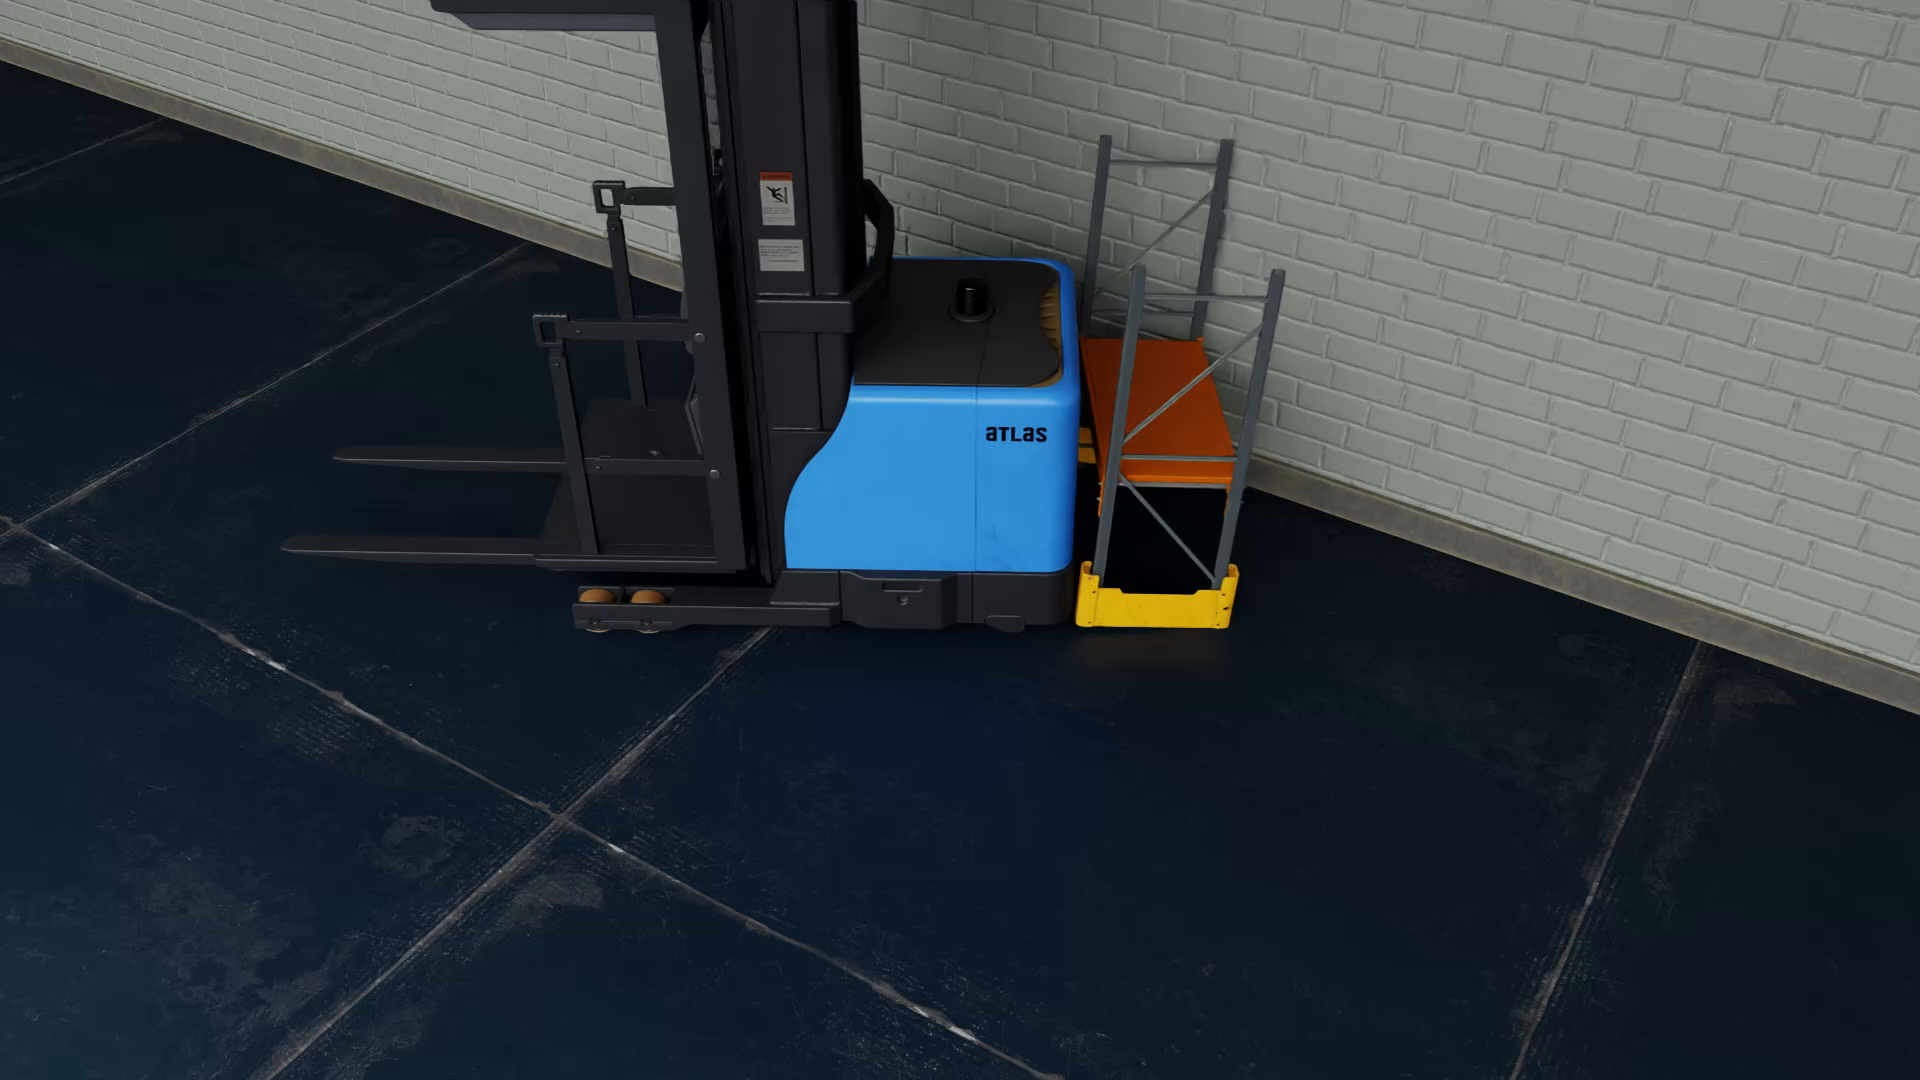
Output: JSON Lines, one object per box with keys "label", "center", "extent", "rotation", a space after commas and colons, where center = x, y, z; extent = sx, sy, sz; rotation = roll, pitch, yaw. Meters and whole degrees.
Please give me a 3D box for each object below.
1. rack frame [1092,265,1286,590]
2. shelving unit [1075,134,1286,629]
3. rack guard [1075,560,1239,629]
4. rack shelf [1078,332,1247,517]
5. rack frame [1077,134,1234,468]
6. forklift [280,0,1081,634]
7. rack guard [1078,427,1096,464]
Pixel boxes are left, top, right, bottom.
{"label": "rack frame", "center": [0.771, -0.287, 5.870], "extent": [0.500, 1.500, 0.032], "rotation": [1, 38, -4]}
{"label": "shelving unit", "center": [0.752, -0.592, 6.265], "extent": [0.587, 1.500, 1.083], "rotation": [1, 38, -4]}
{"label": "rack guard", "center": [0.736, 0.207, 6.251], "extent": [0.587, 0.250, 0.087], "rotation": [1, 38, -4]}
{"label": "rack shelf", "center": [0.742, -0.455, 6.381], "extent": [0.538, 0.185, 1.000], "rotation": [1, 38, -4]}
{"label": "rack frame", "center": [0.733, -0.908, 6.674], "extent": [0.500, 1.500, 0.032], "rotation": [1, 38, -4]}
{"label": "forklift", "center": [-1.074, -1.130, 5.815], "extent": [3.031, 2.935, 1.130], "rotation": [1, 38, 1]}
{"label": "rack guard", "center": [0.699, -0.401, 7.039], "extent": [0.587, 0.250, 0.087], "rotation": [1, 38, -4]}
